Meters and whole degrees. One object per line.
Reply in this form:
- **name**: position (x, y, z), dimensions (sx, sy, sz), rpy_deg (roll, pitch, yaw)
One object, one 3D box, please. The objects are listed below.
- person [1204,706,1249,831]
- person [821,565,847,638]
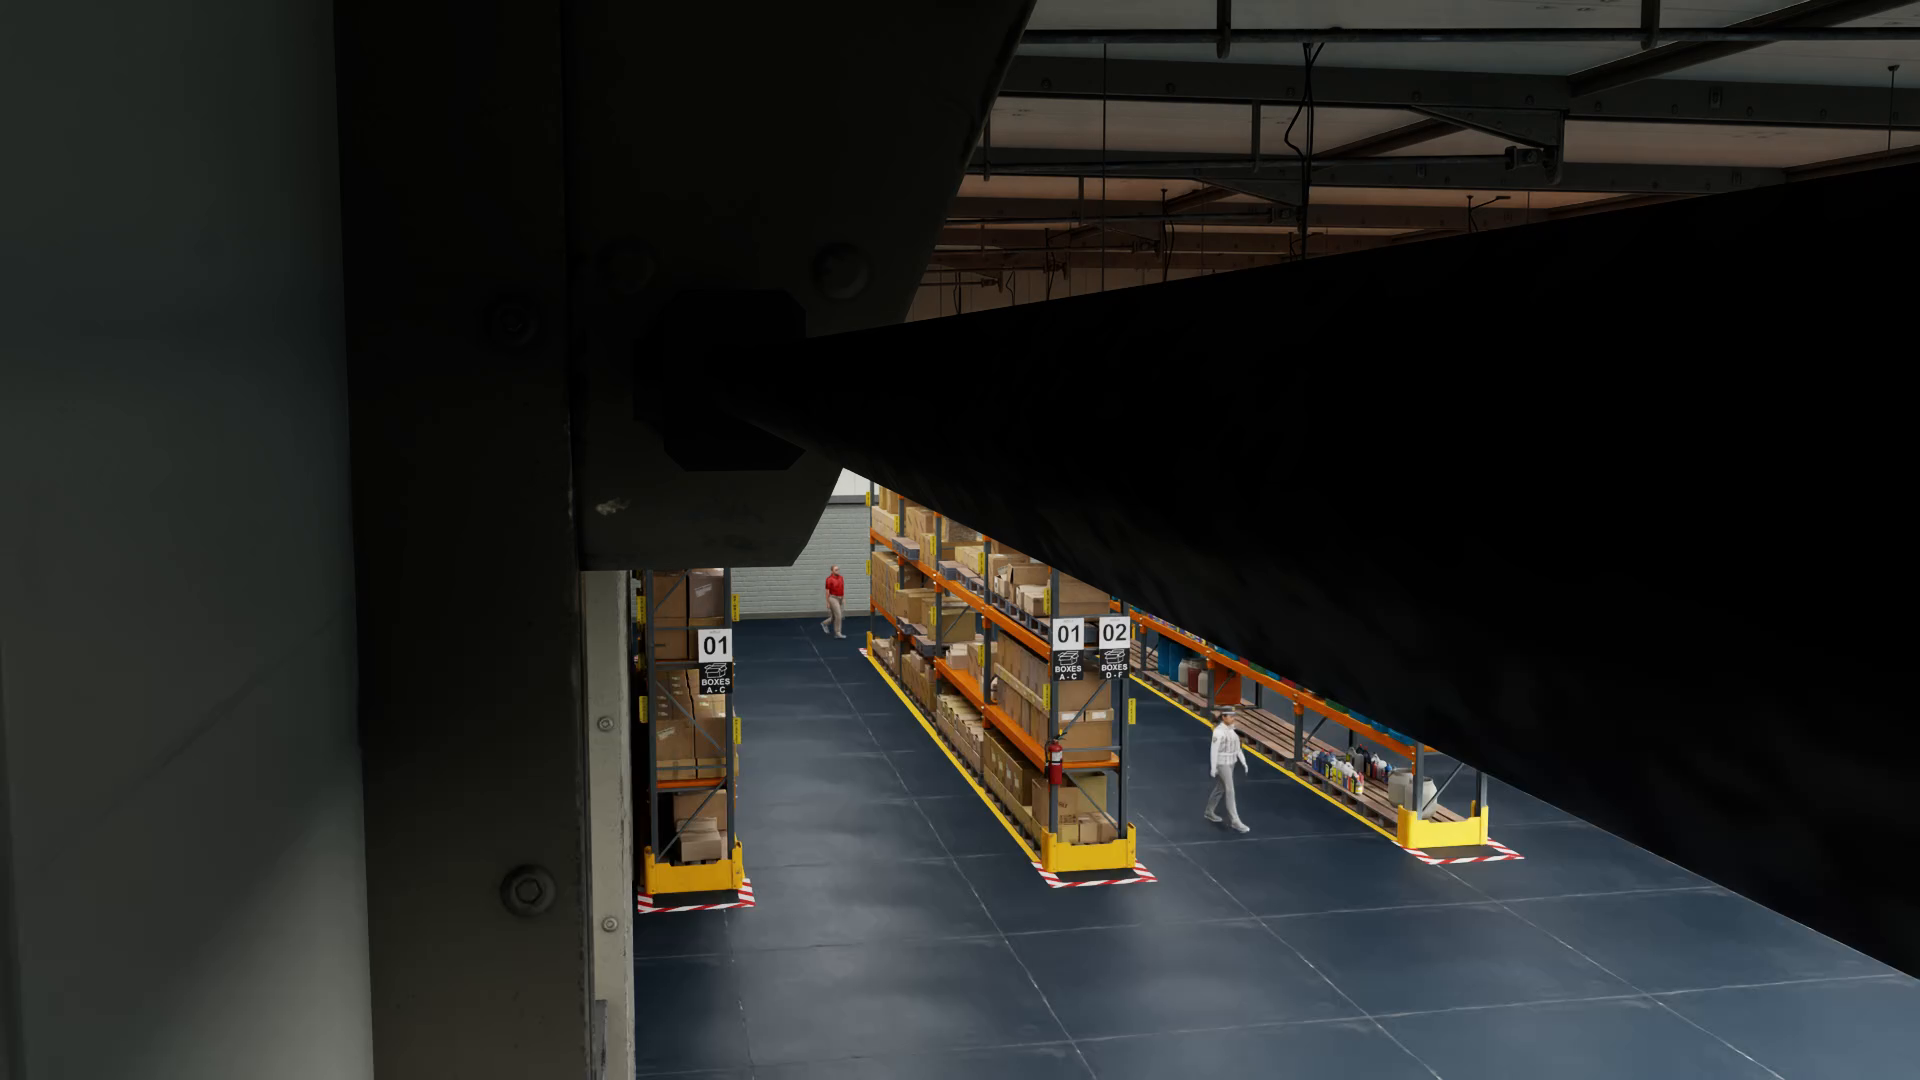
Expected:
- **person**: position (3.713, 3.103, 22.907), dimensions (0.795, 1.646, 0.521), rpy_deg (4, 7, 34)
- **person**: position (-2.943, 1.417, 38.798), dimensions (0.783, 1.697, 0.534), rpy_deg (3, 7, 27)
